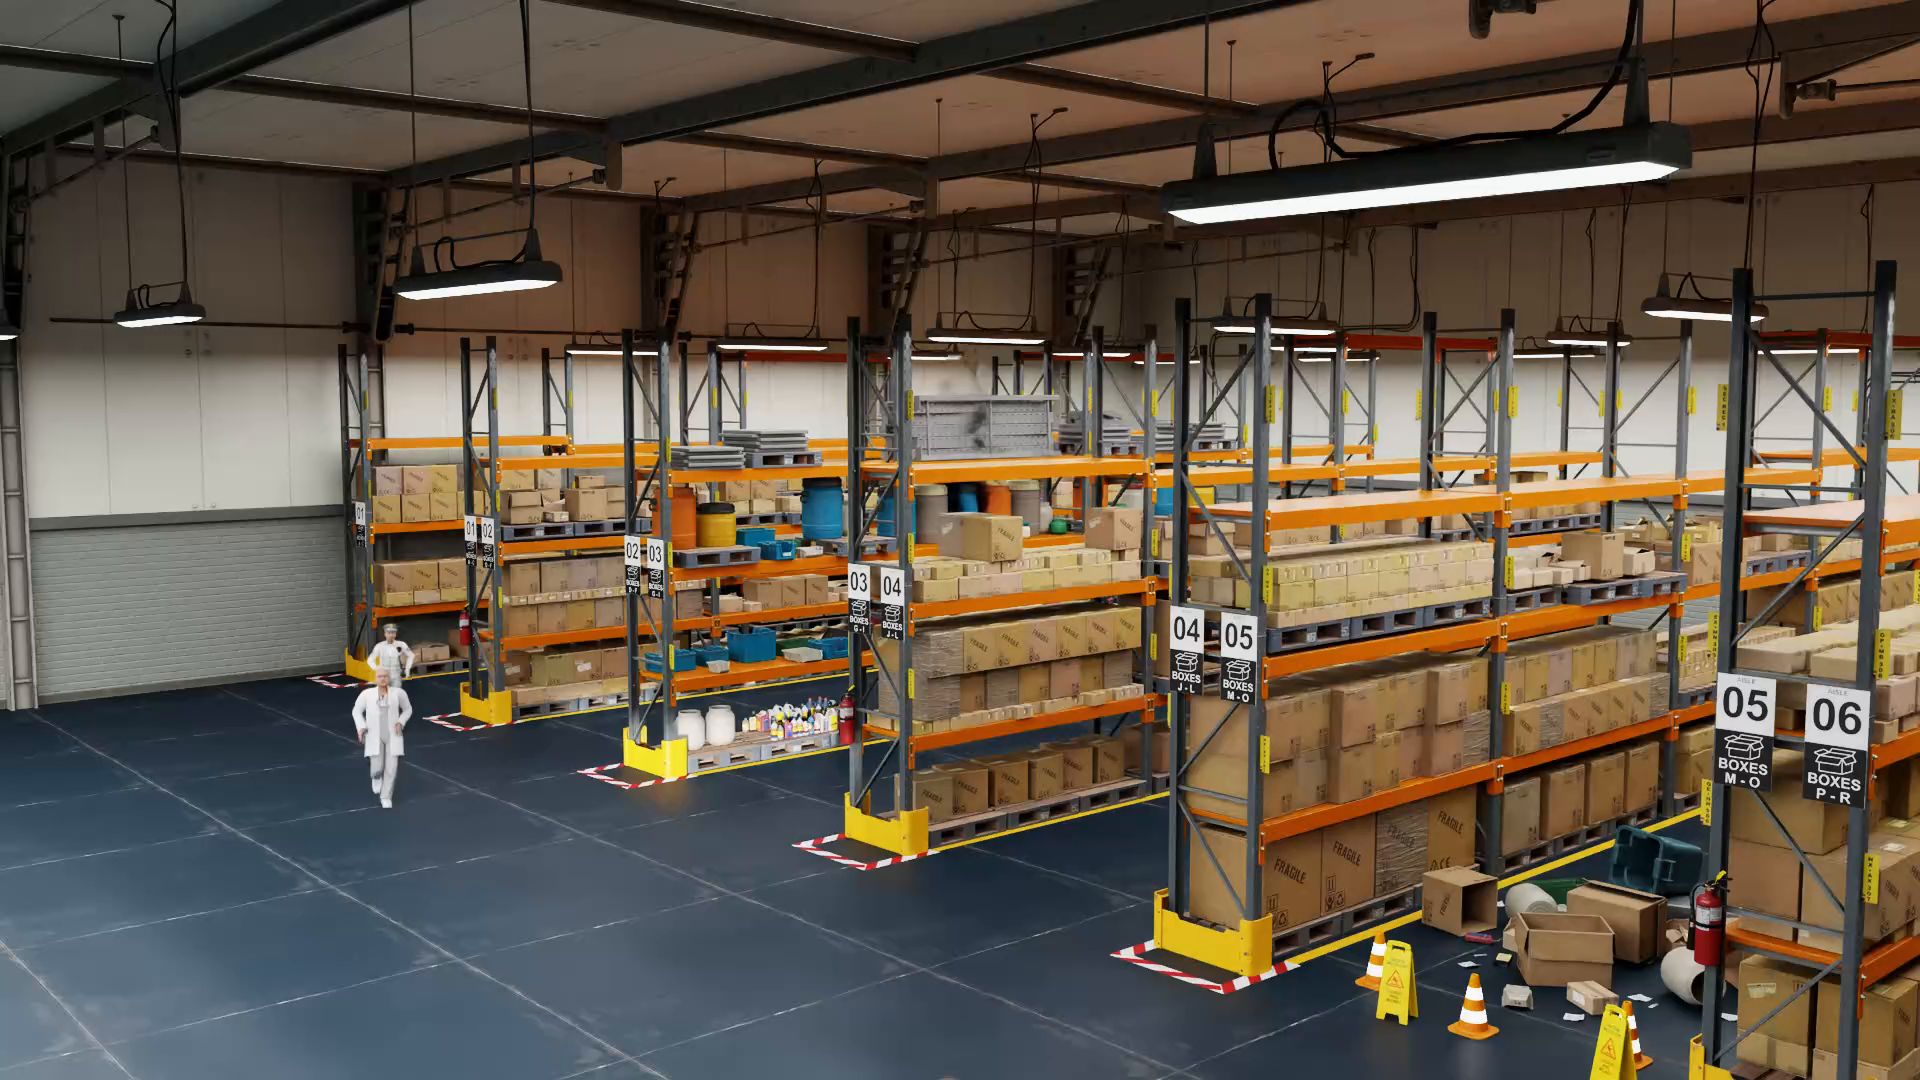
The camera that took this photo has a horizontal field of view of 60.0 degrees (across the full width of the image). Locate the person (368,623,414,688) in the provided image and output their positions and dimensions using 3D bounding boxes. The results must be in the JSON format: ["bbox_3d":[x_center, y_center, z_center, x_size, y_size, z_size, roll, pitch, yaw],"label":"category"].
[{"bbox_3d":[-8.549,2.084,24.981,0.655,1.688,0.951,-1,5,-12],"label":"person"}]

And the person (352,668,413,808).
[{"bbox_3d":[-7.165,2.455,20.684,0.709,1.733,0.572,-2,6,-22],"label":"person"}]
